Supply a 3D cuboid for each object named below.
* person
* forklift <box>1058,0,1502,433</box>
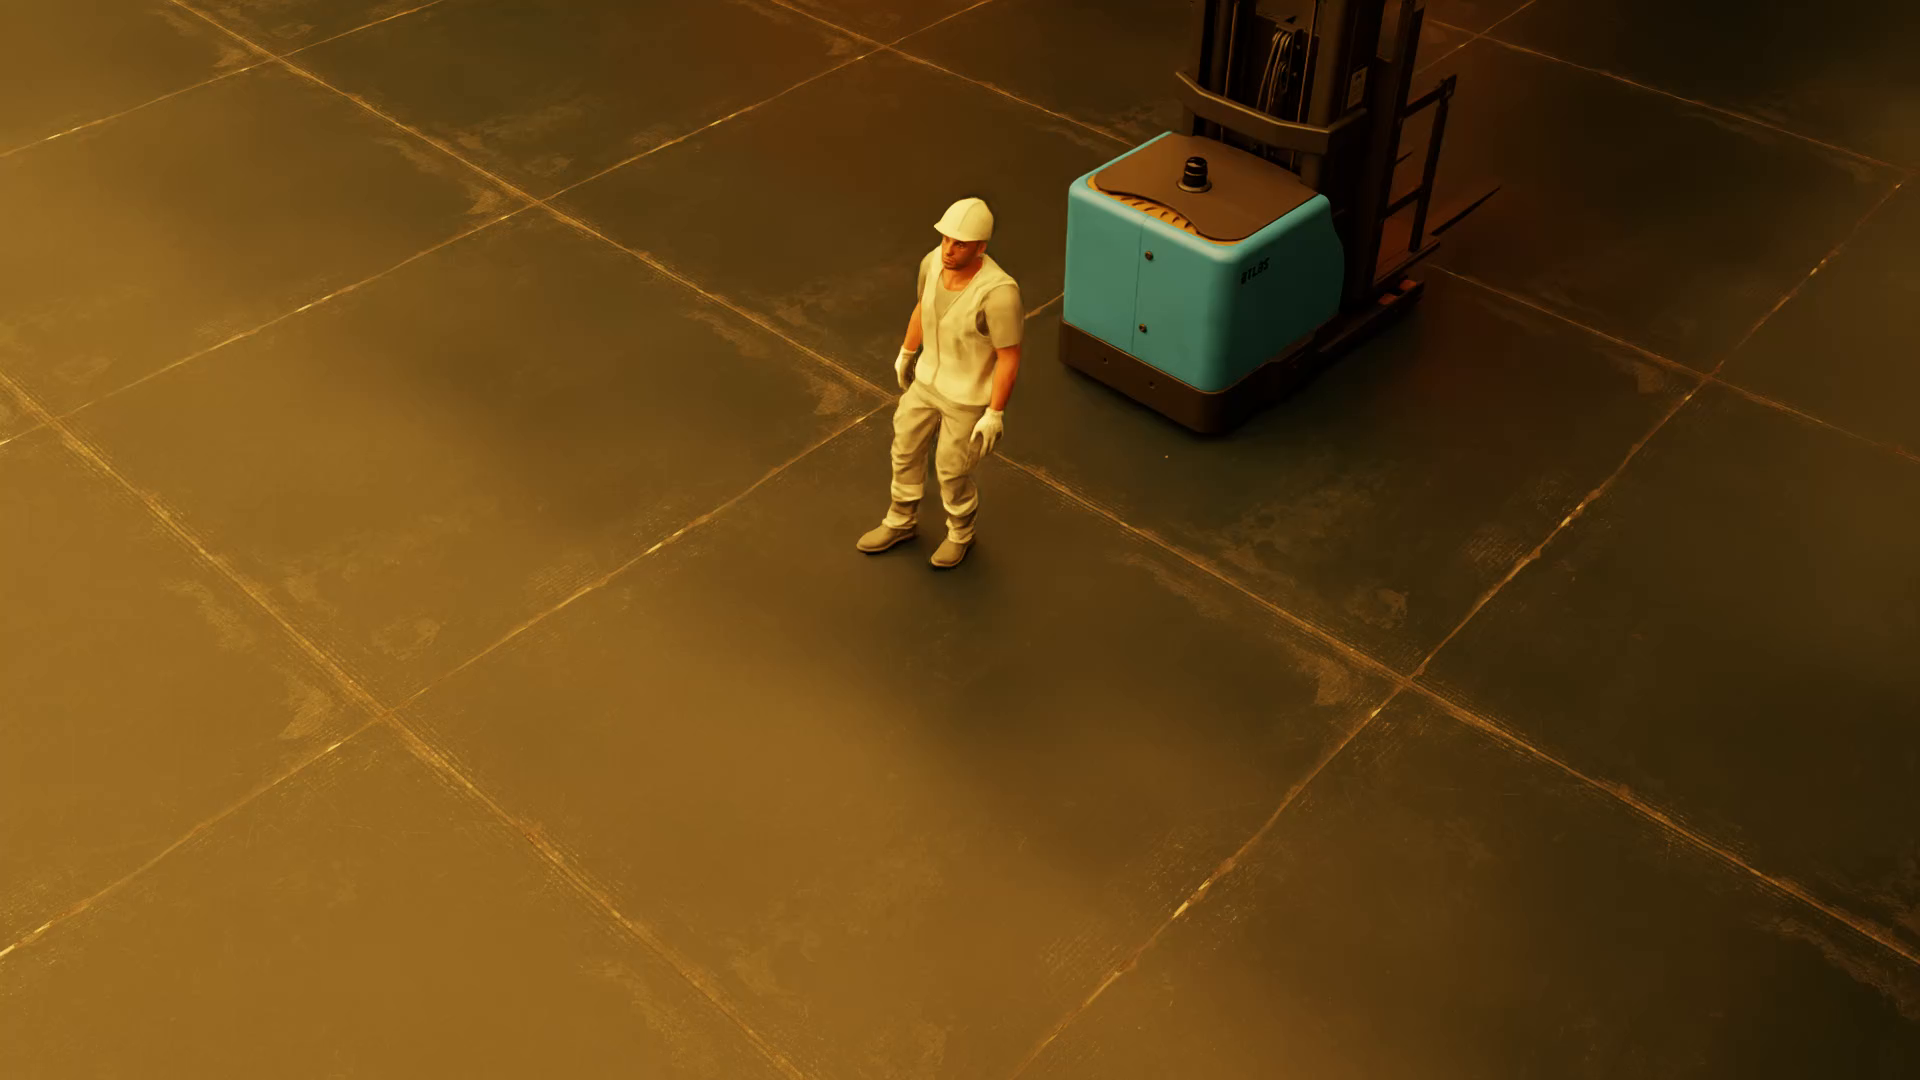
[{"bbox_3d":[-0.077,-0.607,7.029,0.566,1.777,0.666,-31,49,-31],"label":"person"},{"bbox_3d":[1.901,-2.497,8.339,1.130,2.935,3.031,32,50,32],"label":"forklift"}]
